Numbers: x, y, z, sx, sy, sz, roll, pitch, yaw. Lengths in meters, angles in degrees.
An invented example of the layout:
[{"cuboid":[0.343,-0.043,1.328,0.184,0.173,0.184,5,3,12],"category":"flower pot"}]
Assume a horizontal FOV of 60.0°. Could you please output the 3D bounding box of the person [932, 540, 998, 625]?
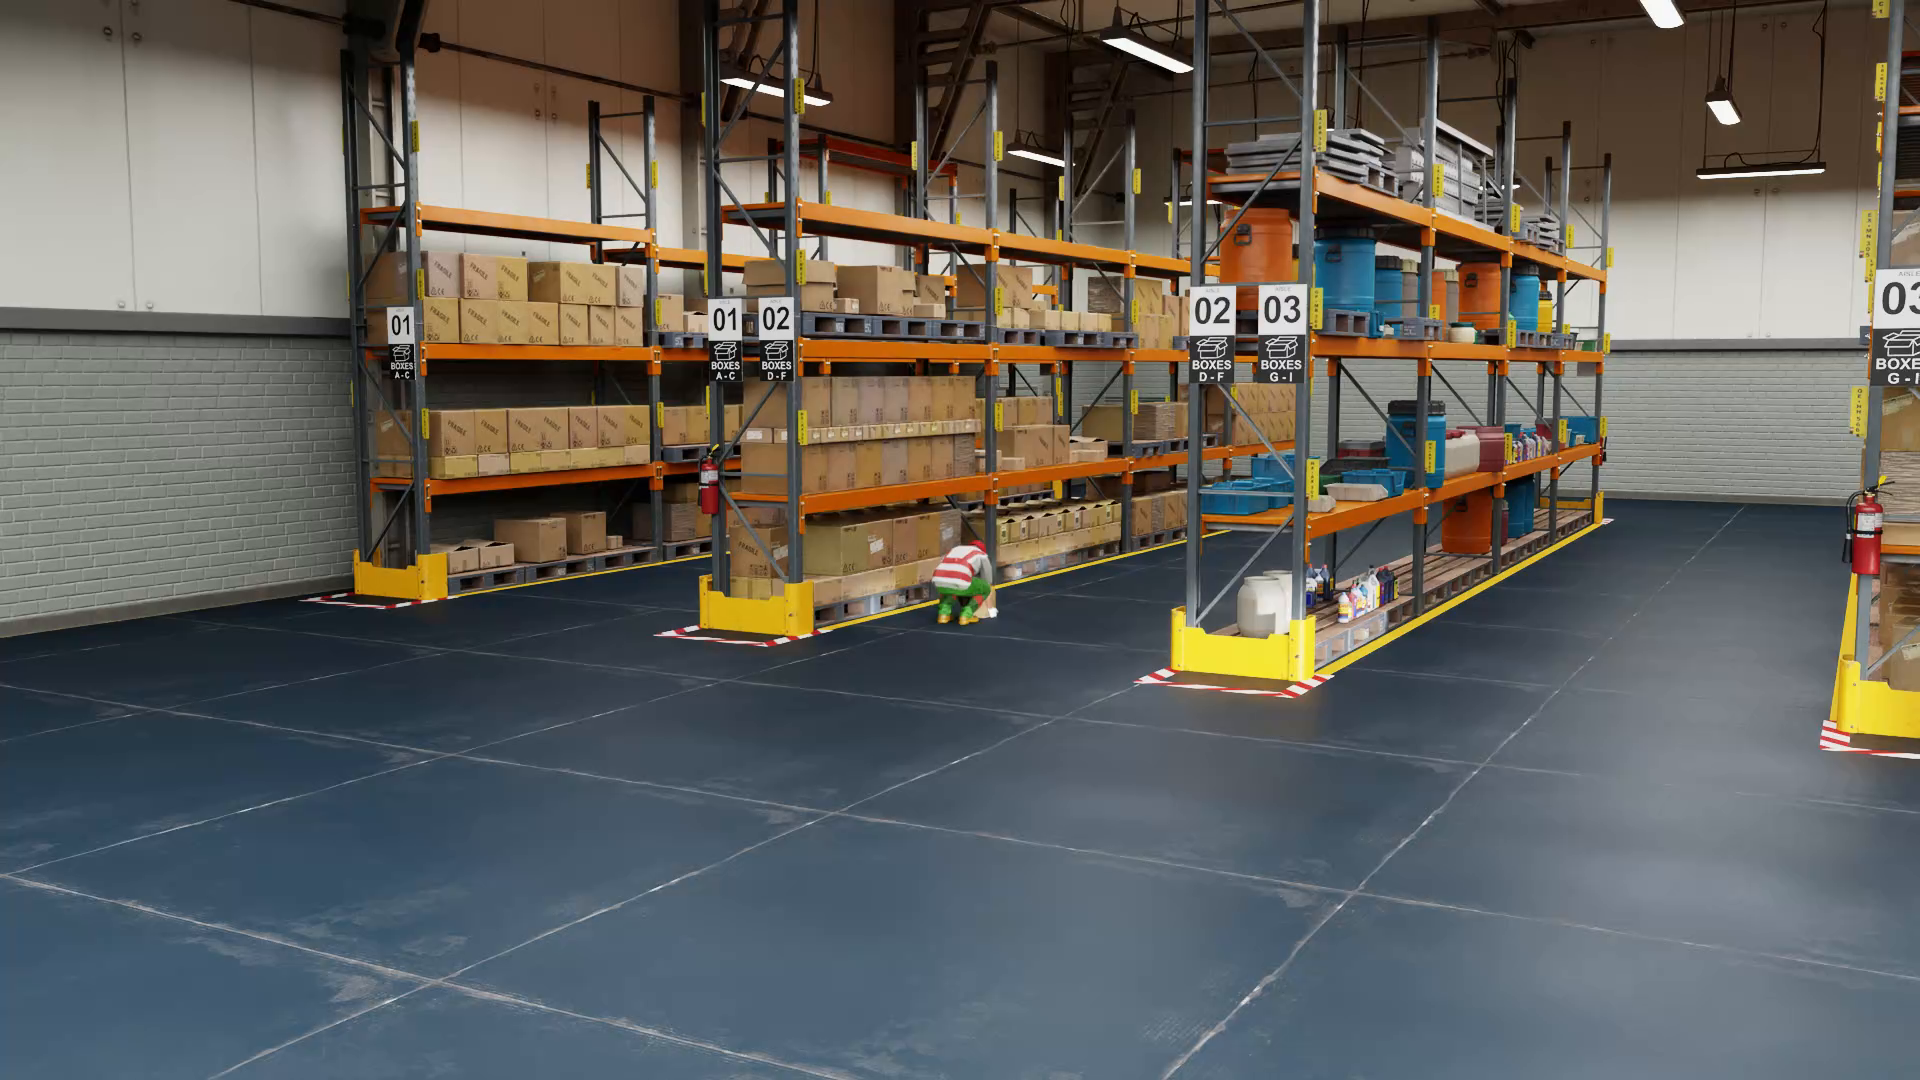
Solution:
[{"cuboid":[0.045,0.468,16.793,0.538,0.861,0.931,3,7,28],"category":"person"}]
